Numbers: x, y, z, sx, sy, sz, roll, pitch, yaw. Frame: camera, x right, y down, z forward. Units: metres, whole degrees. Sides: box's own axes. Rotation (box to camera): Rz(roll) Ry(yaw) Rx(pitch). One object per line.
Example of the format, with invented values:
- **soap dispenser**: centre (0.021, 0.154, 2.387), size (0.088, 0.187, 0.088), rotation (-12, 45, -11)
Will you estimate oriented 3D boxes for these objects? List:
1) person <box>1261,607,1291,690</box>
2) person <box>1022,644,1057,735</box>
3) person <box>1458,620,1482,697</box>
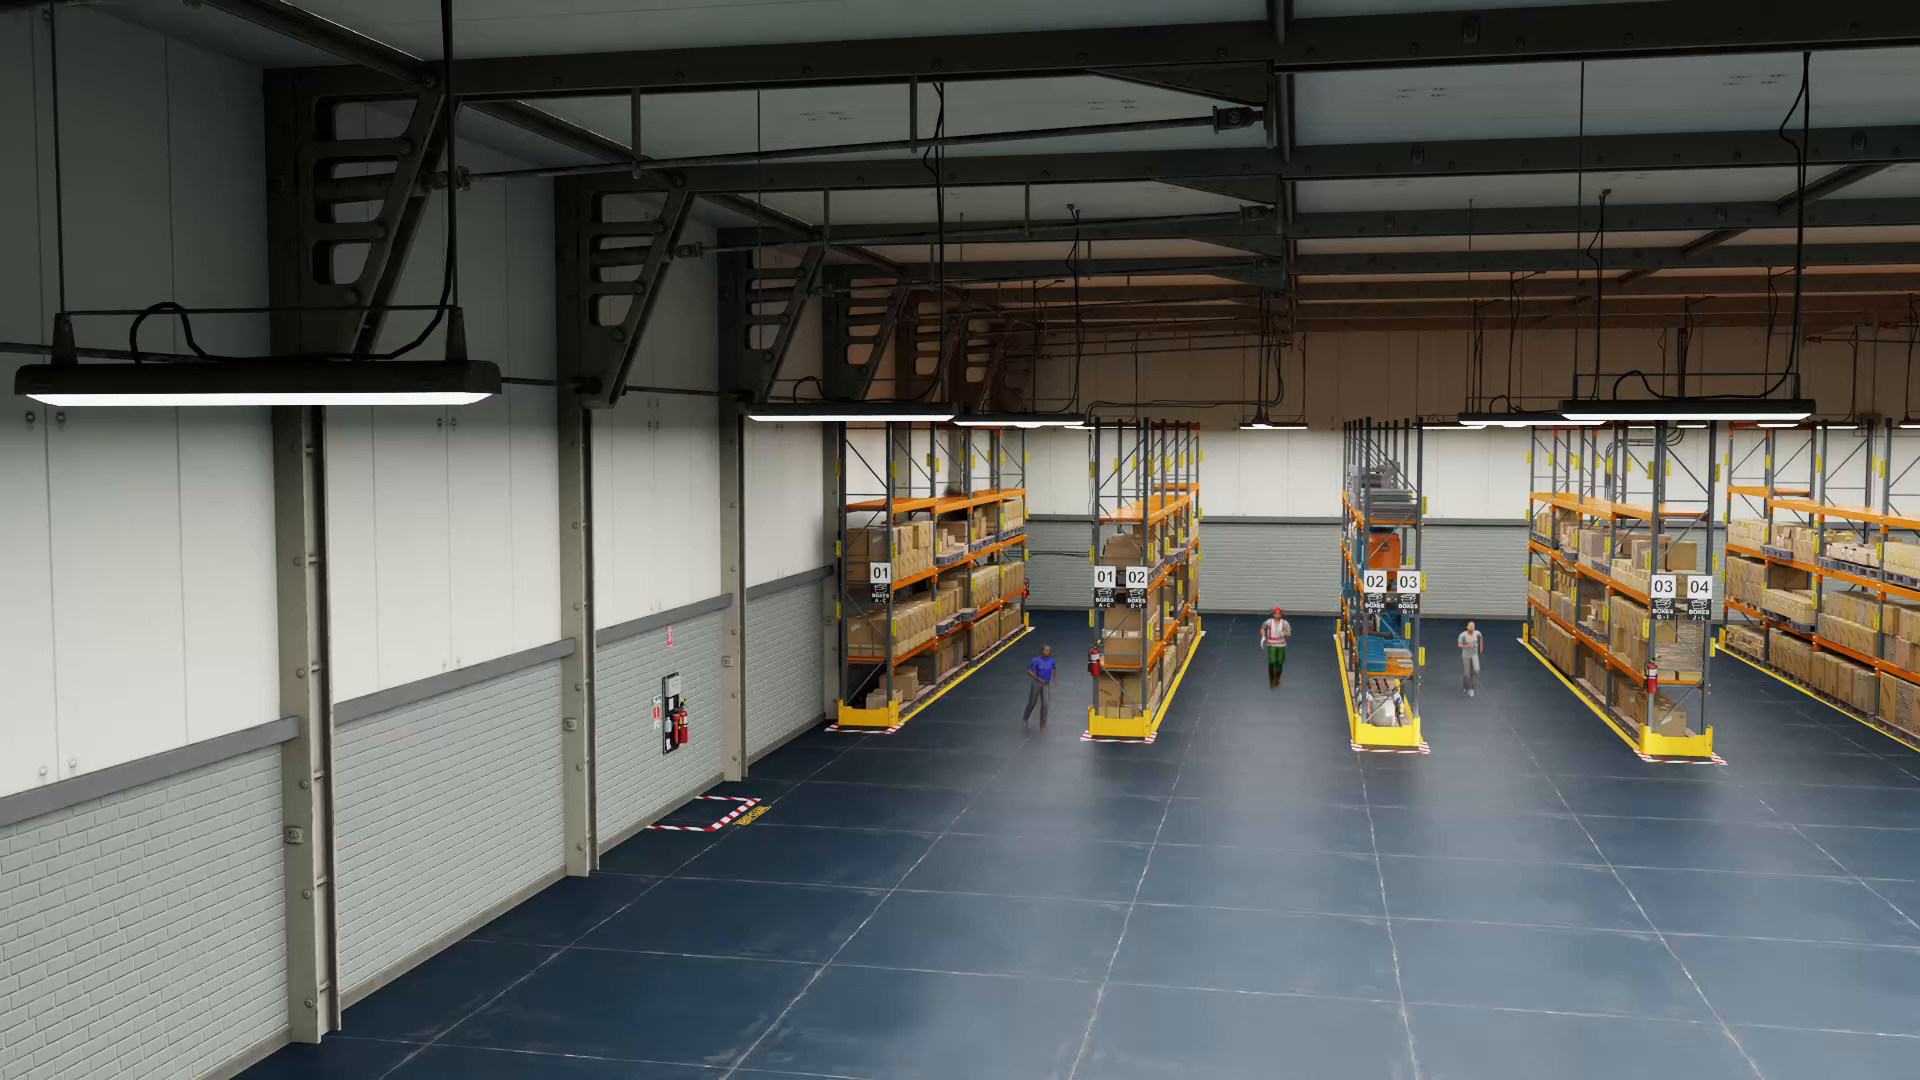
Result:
- **person**: centre (7.070, 2.416, 37.181), size (0.644, 1.846, 0.776), rotation (0, 4, 3)
- **person**: centre (1.579, 2.844, 31.845), size (0.658, 1.676, 0.829), rotation (-1, 4, -16)
- **person**: centre (11.045, 2.552, 36.005), size (0.589, 1.665, 0.806), rotation (0, 4, 2)
